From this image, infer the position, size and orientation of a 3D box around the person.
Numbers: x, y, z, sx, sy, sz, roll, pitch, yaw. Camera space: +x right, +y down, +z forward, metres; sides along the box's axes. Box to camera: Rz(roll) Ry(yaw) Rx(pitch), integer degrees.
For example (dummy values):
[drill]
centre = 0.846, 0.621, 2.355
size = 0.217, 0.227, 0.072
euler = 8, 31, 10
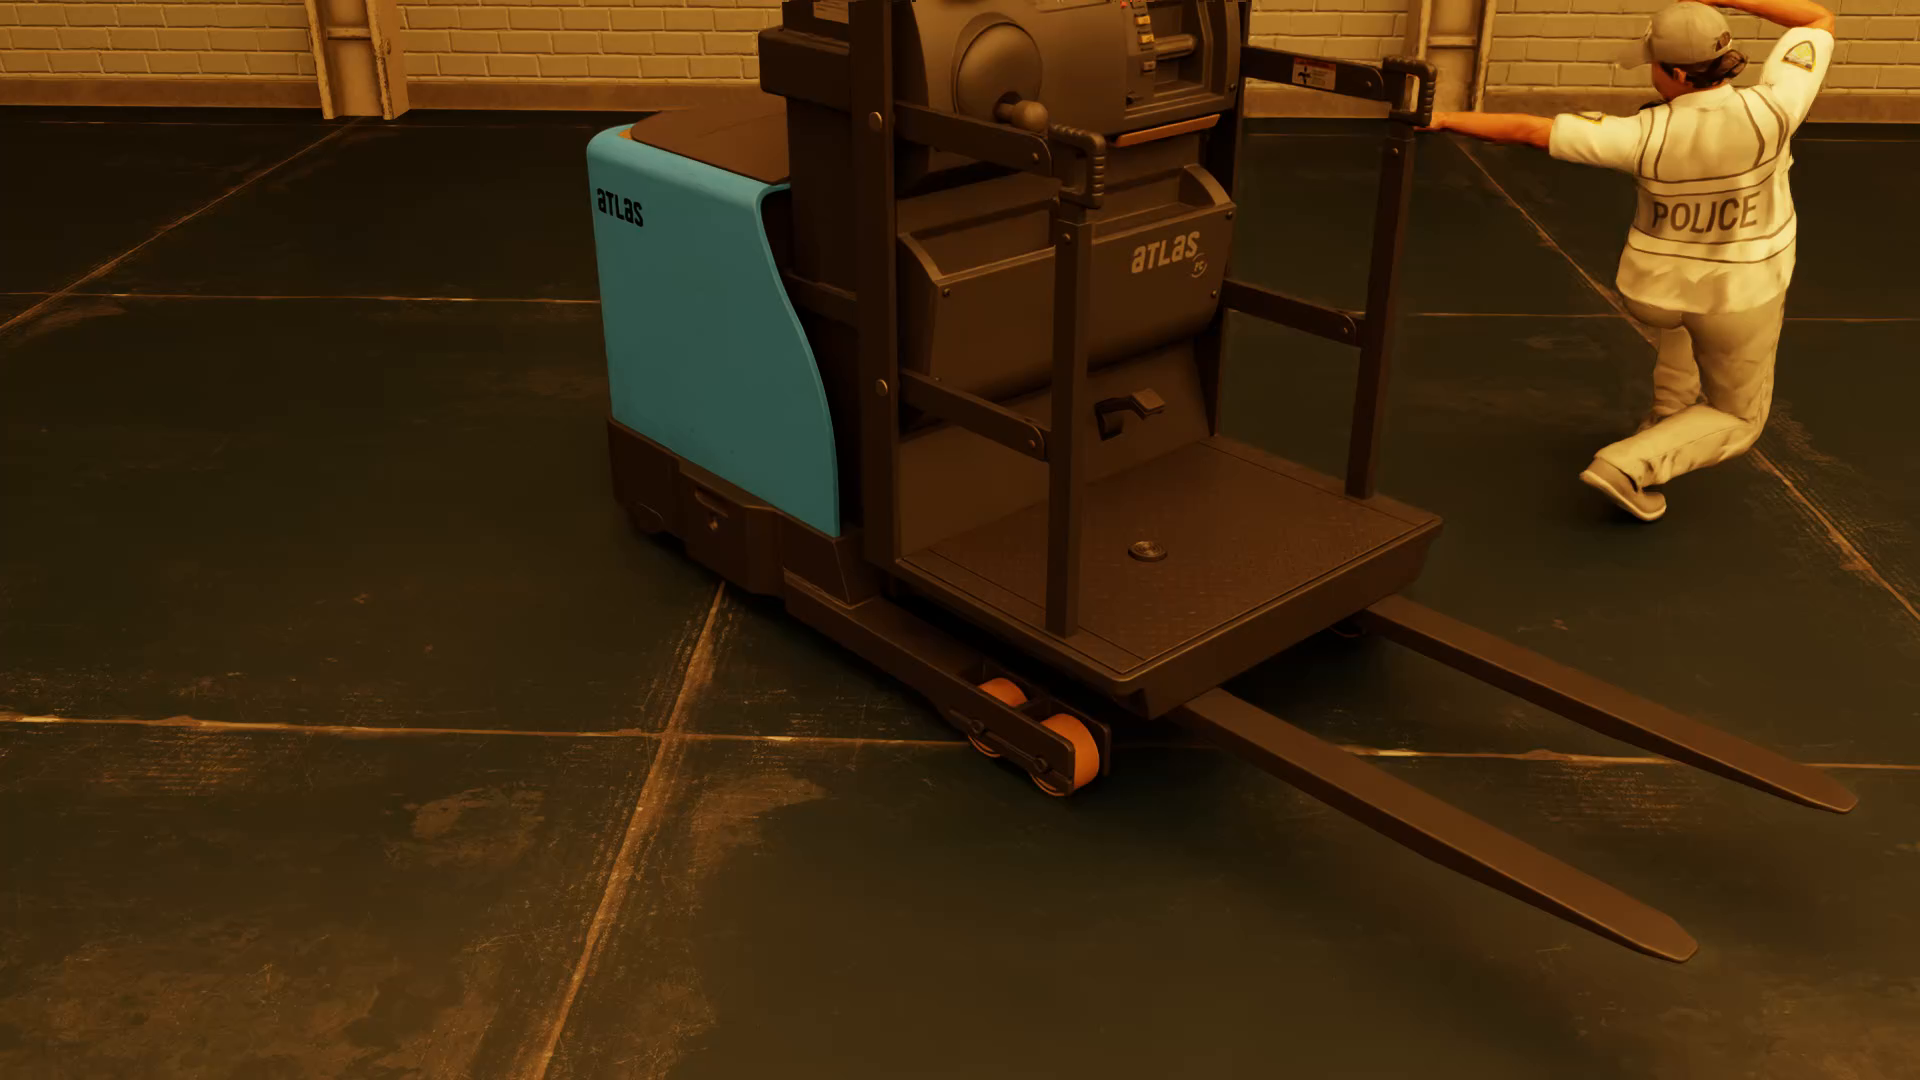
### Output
[person]
centre = 1.838, -0.861, 4.696
size = 1.007, 1.437, 0.857
euler = 21, 33, 37

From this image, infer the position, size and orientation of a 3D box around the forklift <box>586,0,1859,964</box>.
[forklift]
centre = 0.395, -1.039, 3.315
size = 1.130, 2.935, 3.031
euler = -22, 33, -37
